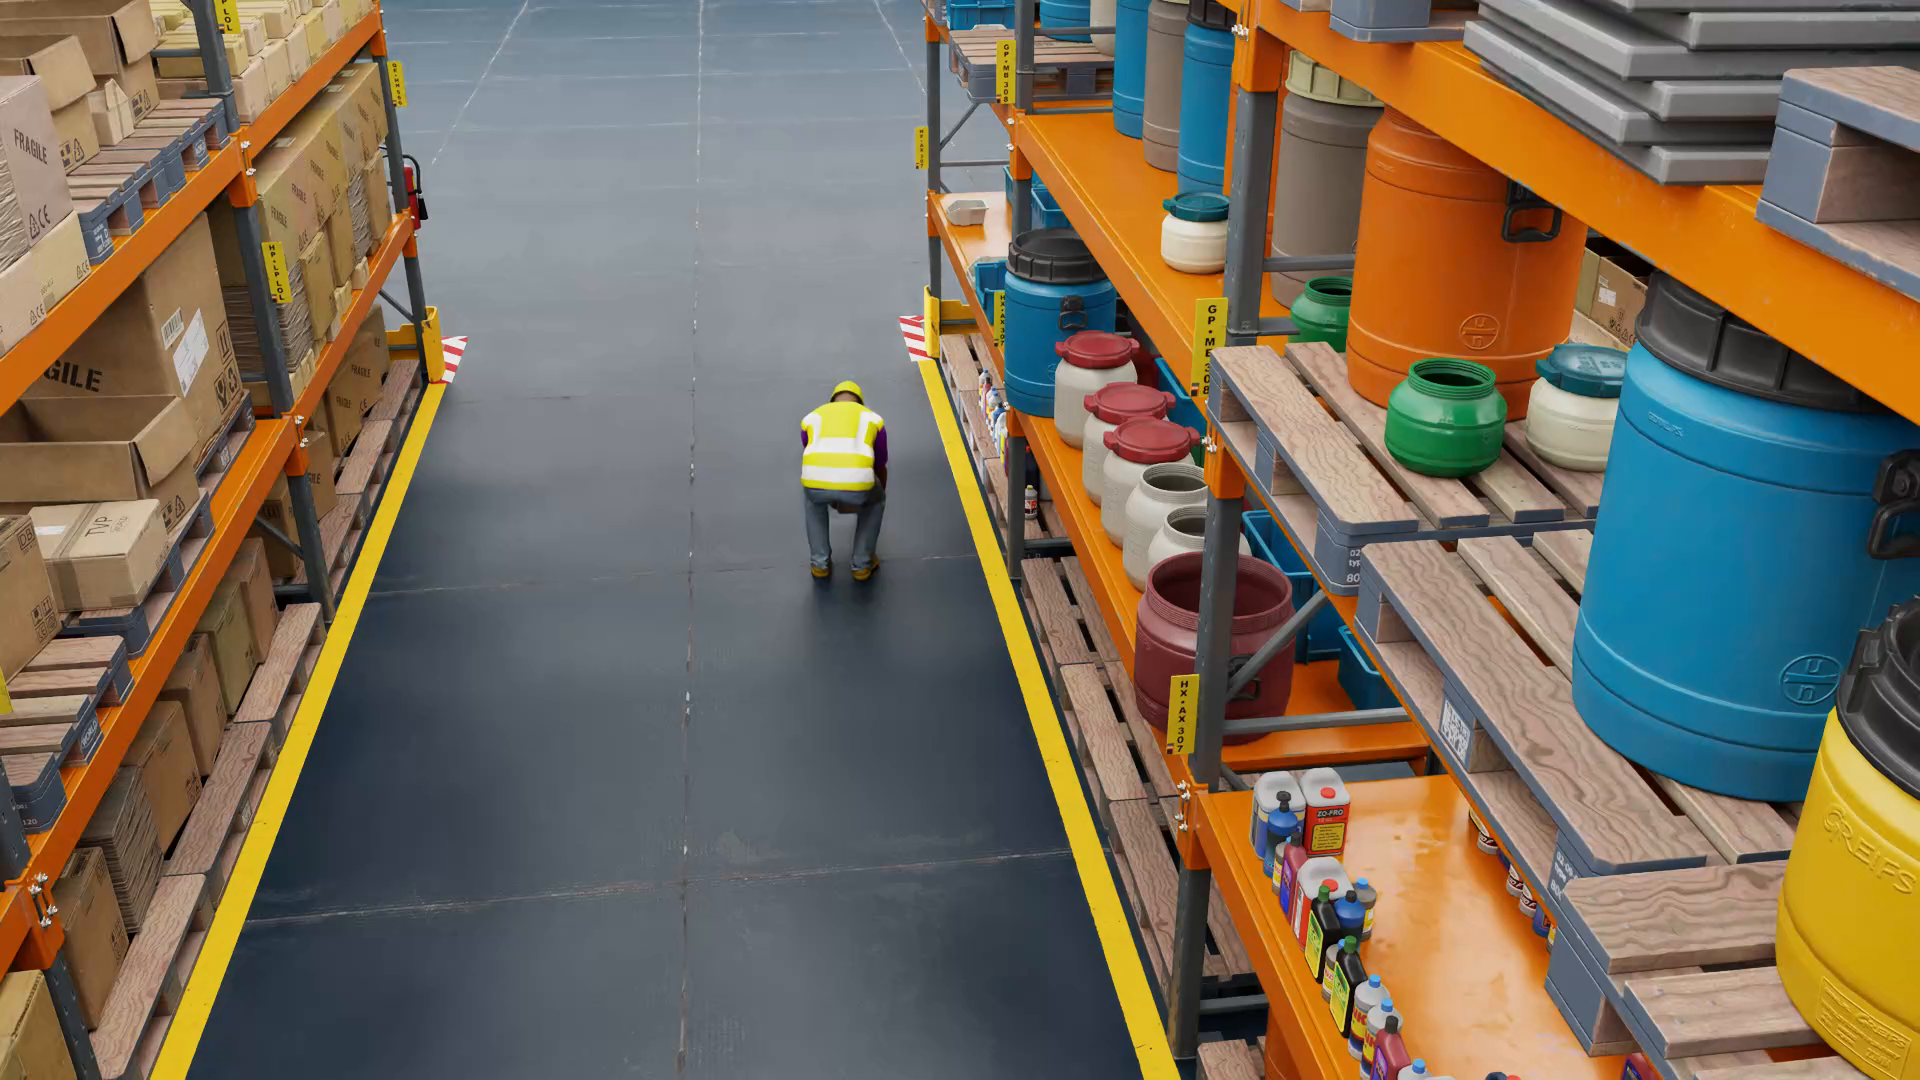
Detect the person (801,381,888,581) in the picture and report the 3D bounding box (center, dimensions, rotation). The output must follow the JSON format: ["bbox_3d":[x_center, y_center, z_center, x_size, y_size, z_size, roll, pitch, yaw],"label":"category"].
[{"bbox_3d":[-0.711,-0.347,10.103,0.523,1.014,0.960,2,27,4],"label":"person"}]
